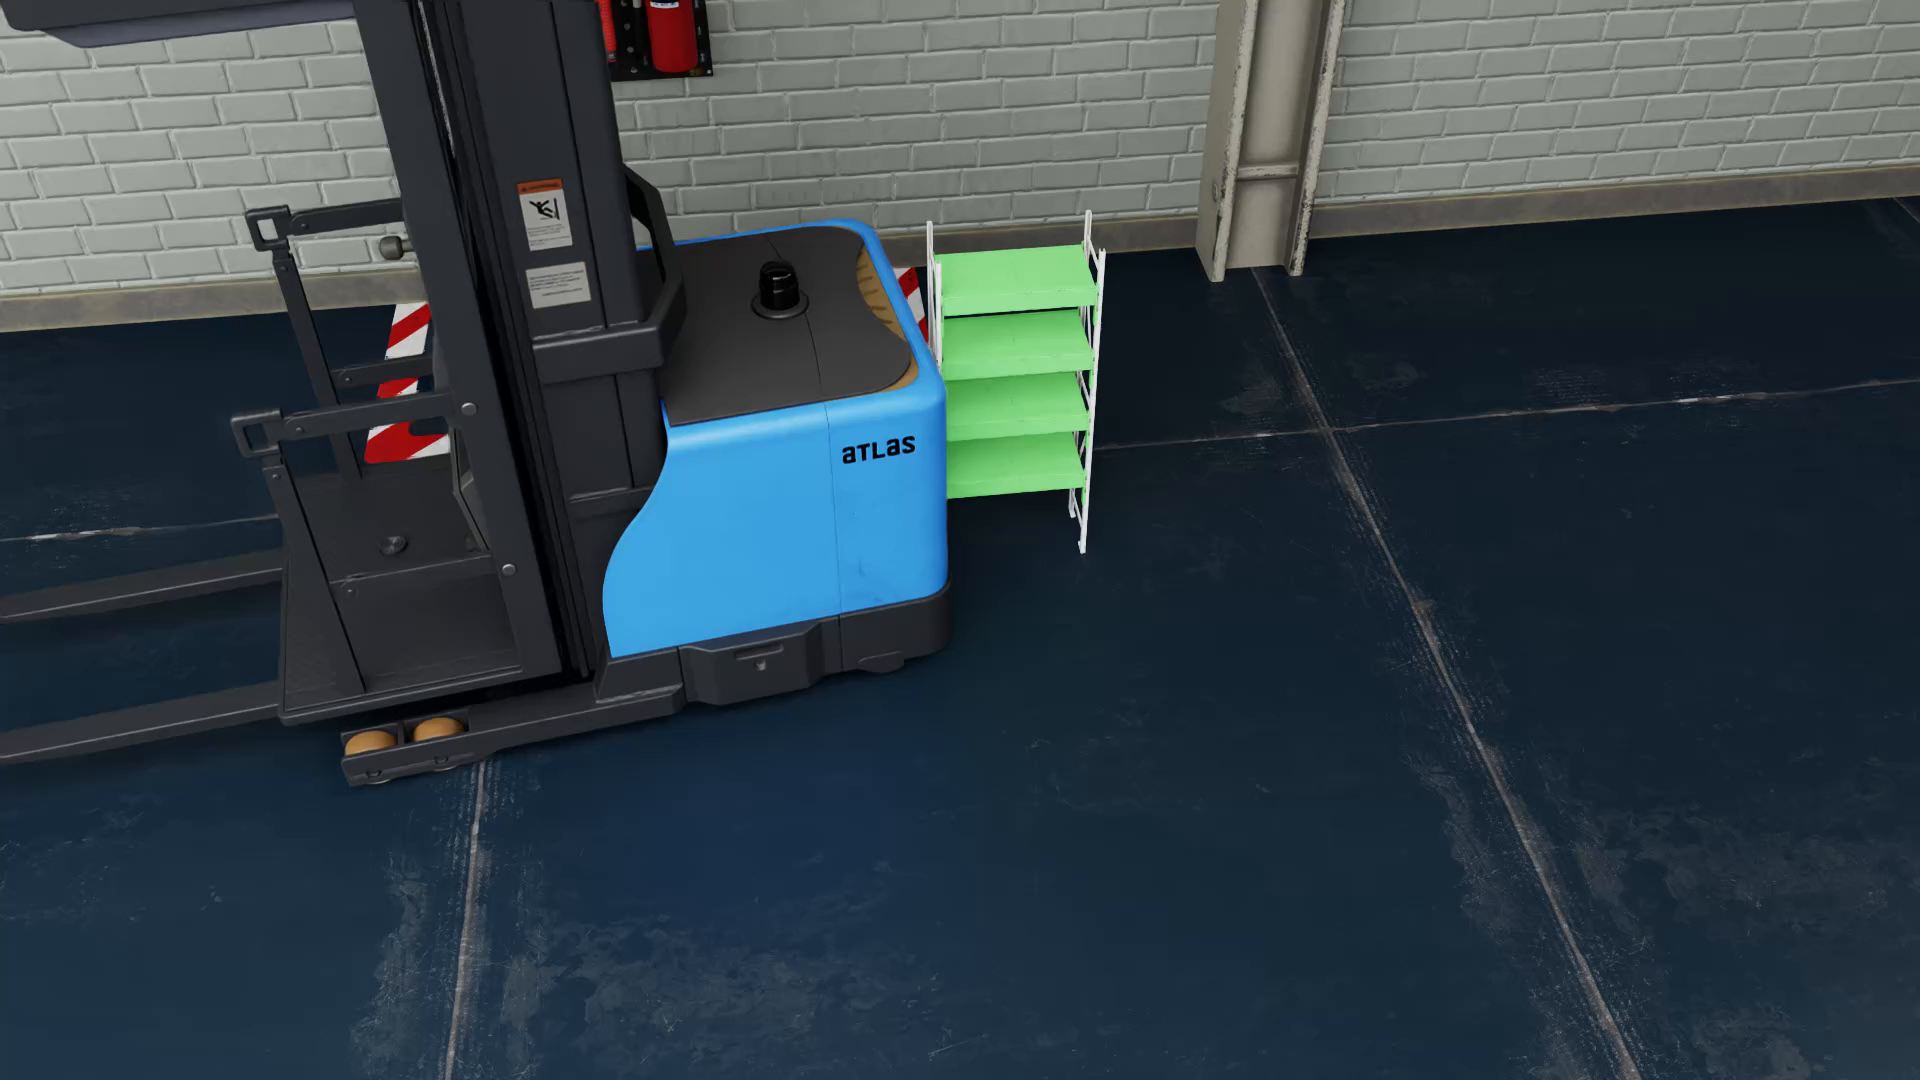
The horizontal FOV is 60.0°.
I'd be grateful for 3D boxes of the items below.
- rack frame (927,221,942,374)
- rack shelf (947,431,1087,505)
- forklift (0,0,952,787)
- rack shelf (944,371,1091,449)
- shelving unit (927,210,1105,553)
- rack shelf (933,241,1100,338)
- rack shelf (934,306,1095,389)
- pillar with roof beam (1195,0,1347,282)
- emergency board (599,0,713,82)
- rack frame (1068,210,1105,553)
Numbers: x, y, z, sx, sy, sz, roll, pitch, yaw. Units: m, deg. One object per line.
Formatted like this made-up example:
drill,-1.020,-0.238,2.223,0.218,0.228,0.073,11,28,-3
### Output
rack frame,-0.078,-0.439,5.341,0.015,1.200,0.240,-5,42,-6
rack shelf,0.164,-0.234,5.568,0.480,0.148,0.258,-5,42,-6
forklift,-1.600,-0.757,4.400,3.031,2.935,1.130,-11,43,-12
rack shelf,0.164,-0.412,5.407,0.480,0.148,0.258,-5,42,-6
shelving unit,0.164,-0.460,5.364,0.503,1.200,0.258,-5,42,-6
rack shelf,0.164,-0.769,5.085,0.480,0.148,0.258,-5,42,-6
rack shelf,0.164,-0.591,5.246,0.480,0.148,0.258,-5,42,-6
pillar with roof beam,1.782,-1.681,0.895,0.400,9.000,9.100,-5,42,-6
emergency board,-1.232,-2.123,5.864,0.643,1.169,0.194,-5,42,-6
rack frame,0.406,-0.481,5.388,0.015,1.200,0.240,-5,42,-6
